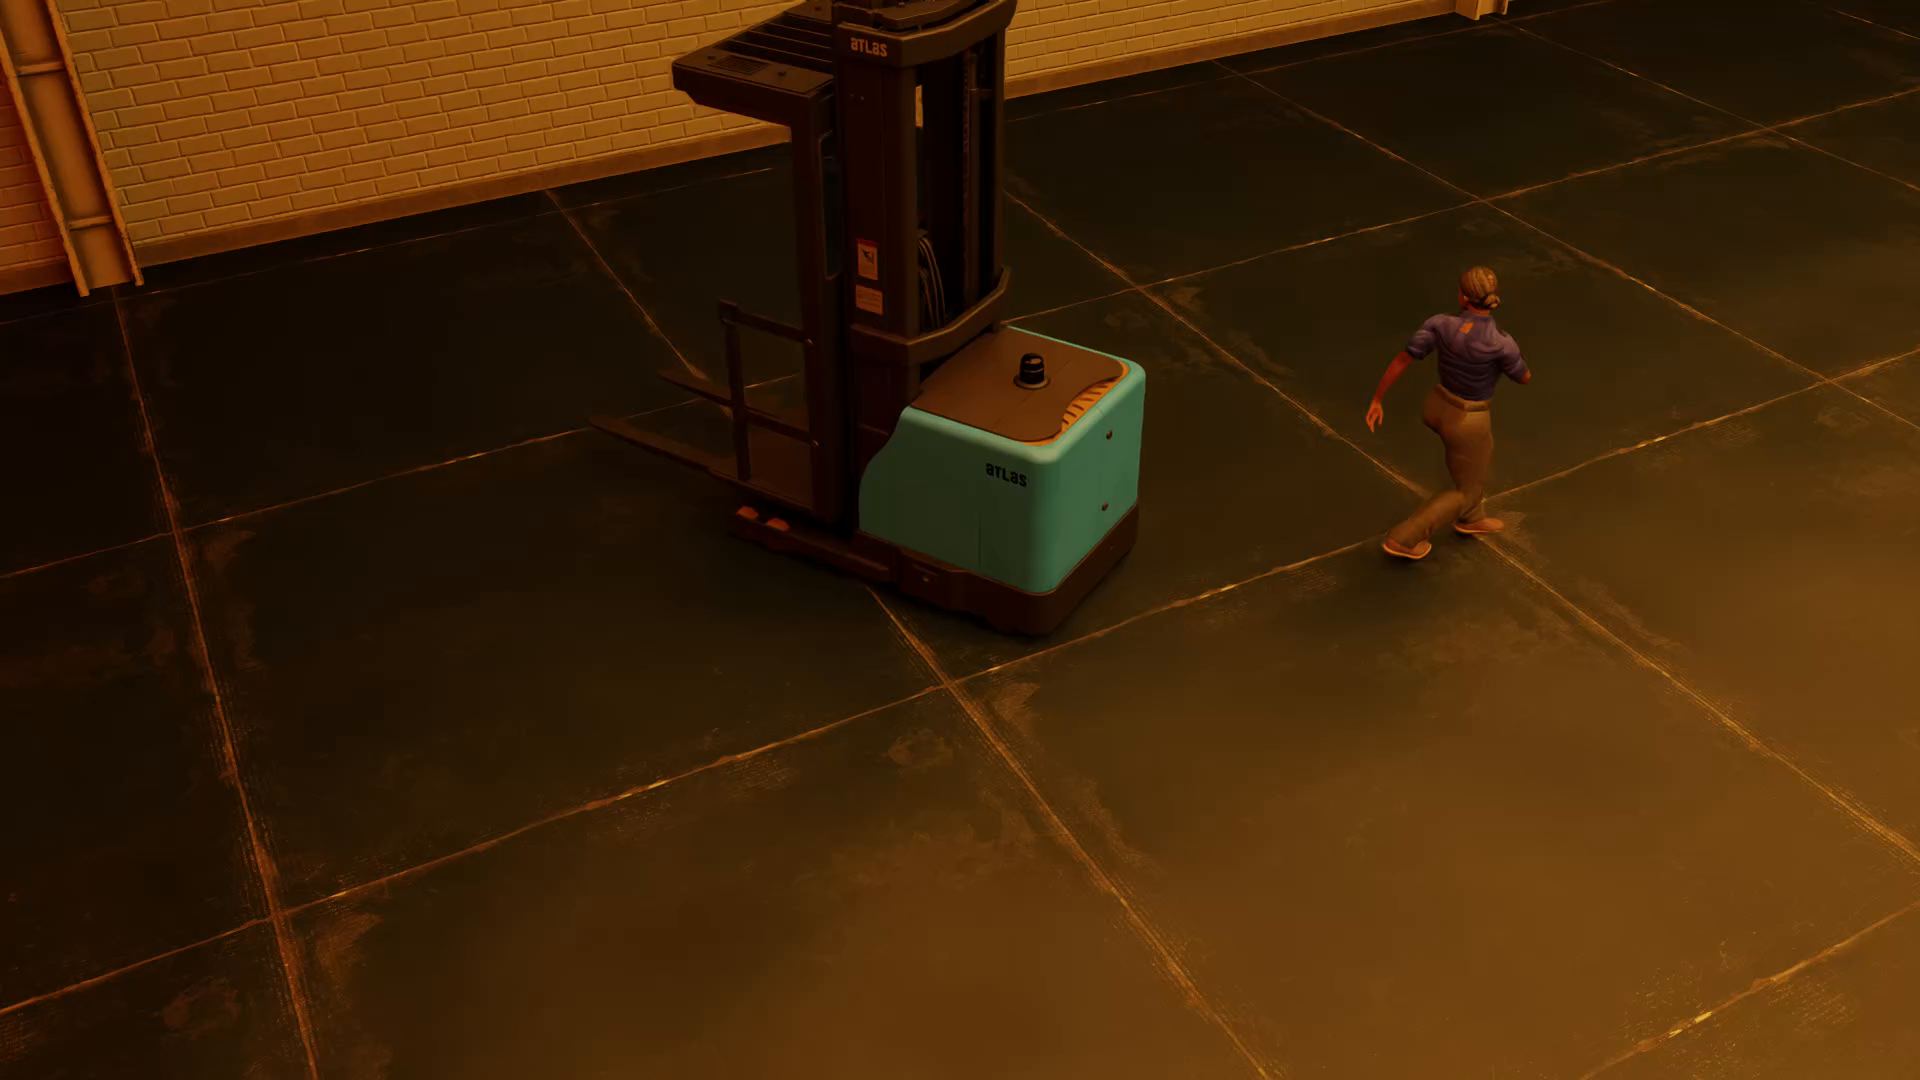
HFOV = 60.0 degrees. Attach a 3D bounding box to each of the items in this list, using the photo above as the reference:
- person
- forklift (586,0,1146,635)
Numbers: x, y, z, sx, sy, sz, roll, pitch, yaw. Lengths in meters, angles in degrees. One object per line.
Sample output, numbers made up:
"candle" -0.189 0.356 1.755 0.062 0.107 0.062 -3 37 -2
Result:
"person" 2.461 -0.624 8.216 0.855 1.582 0.479 -18 39 -24
"forklift" -0.612 -1.380 8.076 3.031 2.935 1.130 20 40 26
